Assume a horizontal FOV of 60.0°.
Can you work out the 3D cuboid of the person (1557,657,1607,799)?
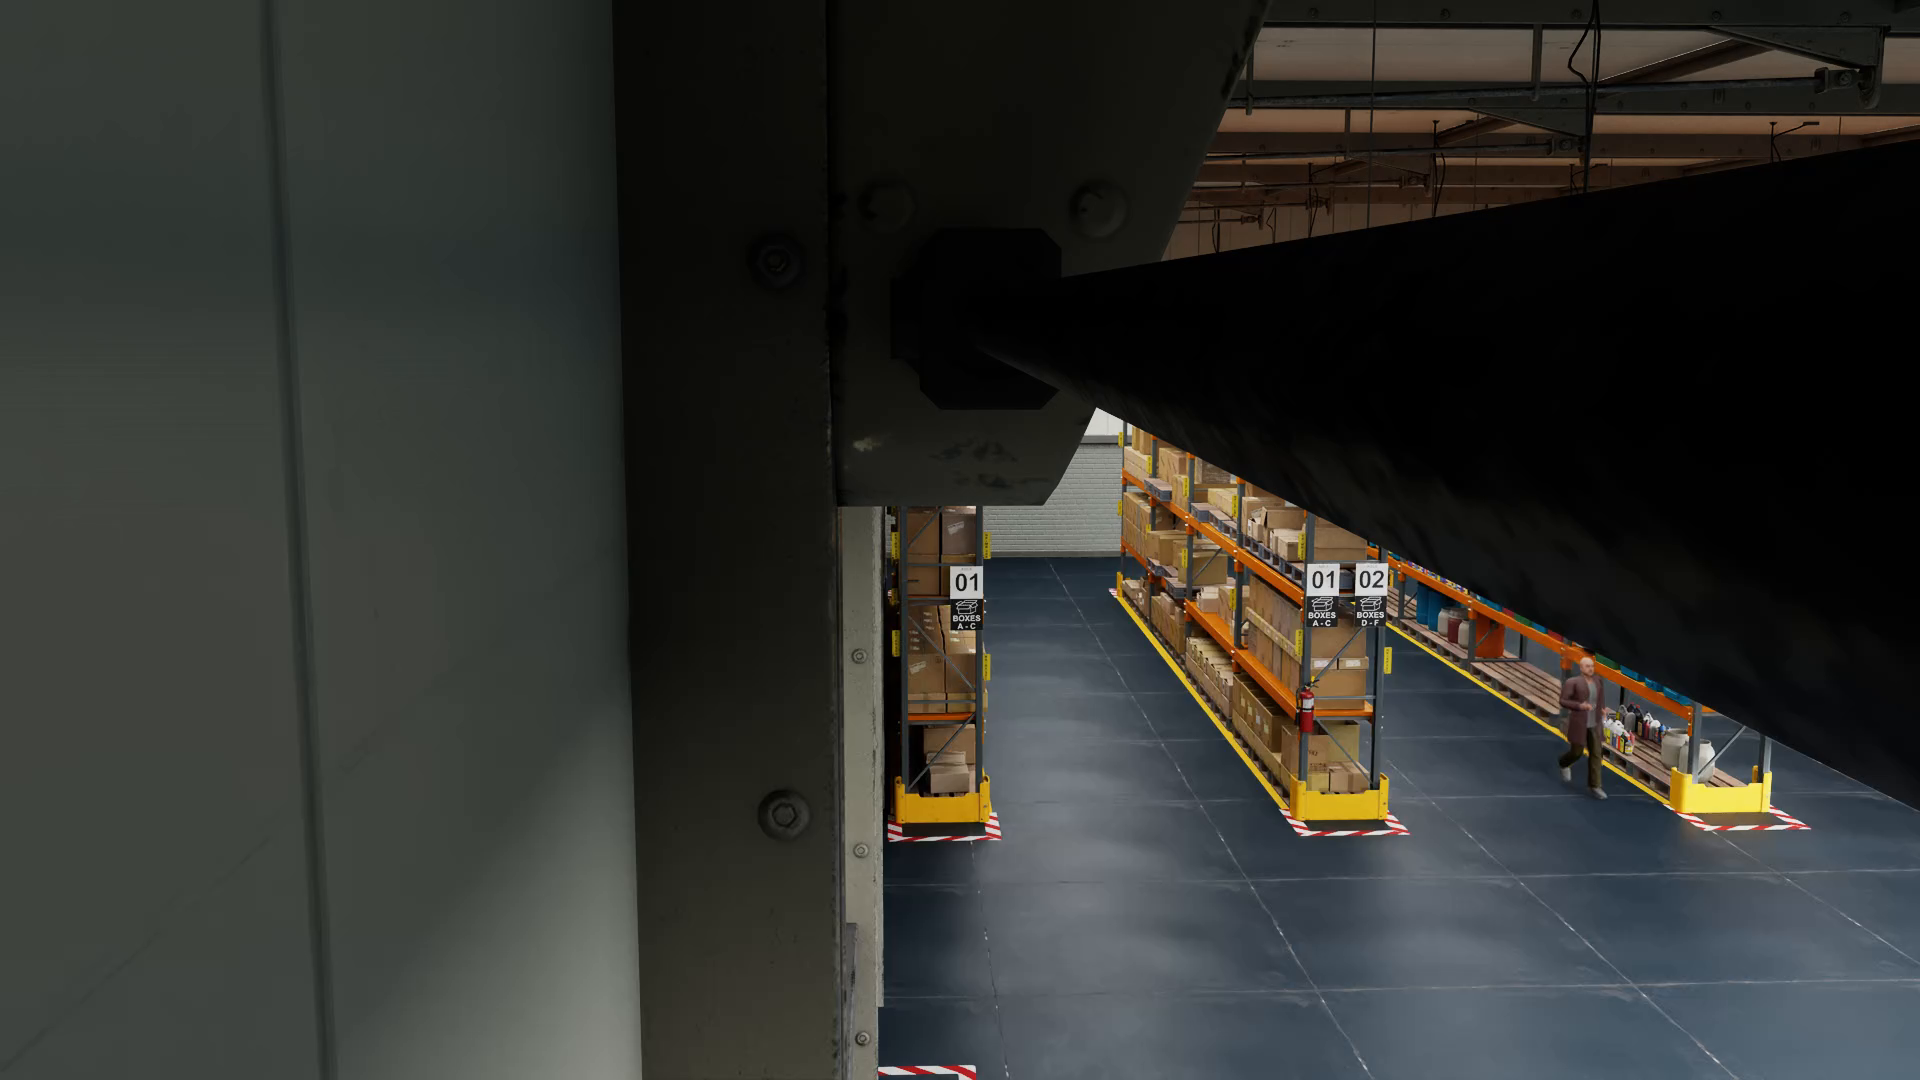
[{"bbox_3d":[8.130,2.394,21.619,0.712,1.753,1.043,-1,8,-7],"label":"person"}]
